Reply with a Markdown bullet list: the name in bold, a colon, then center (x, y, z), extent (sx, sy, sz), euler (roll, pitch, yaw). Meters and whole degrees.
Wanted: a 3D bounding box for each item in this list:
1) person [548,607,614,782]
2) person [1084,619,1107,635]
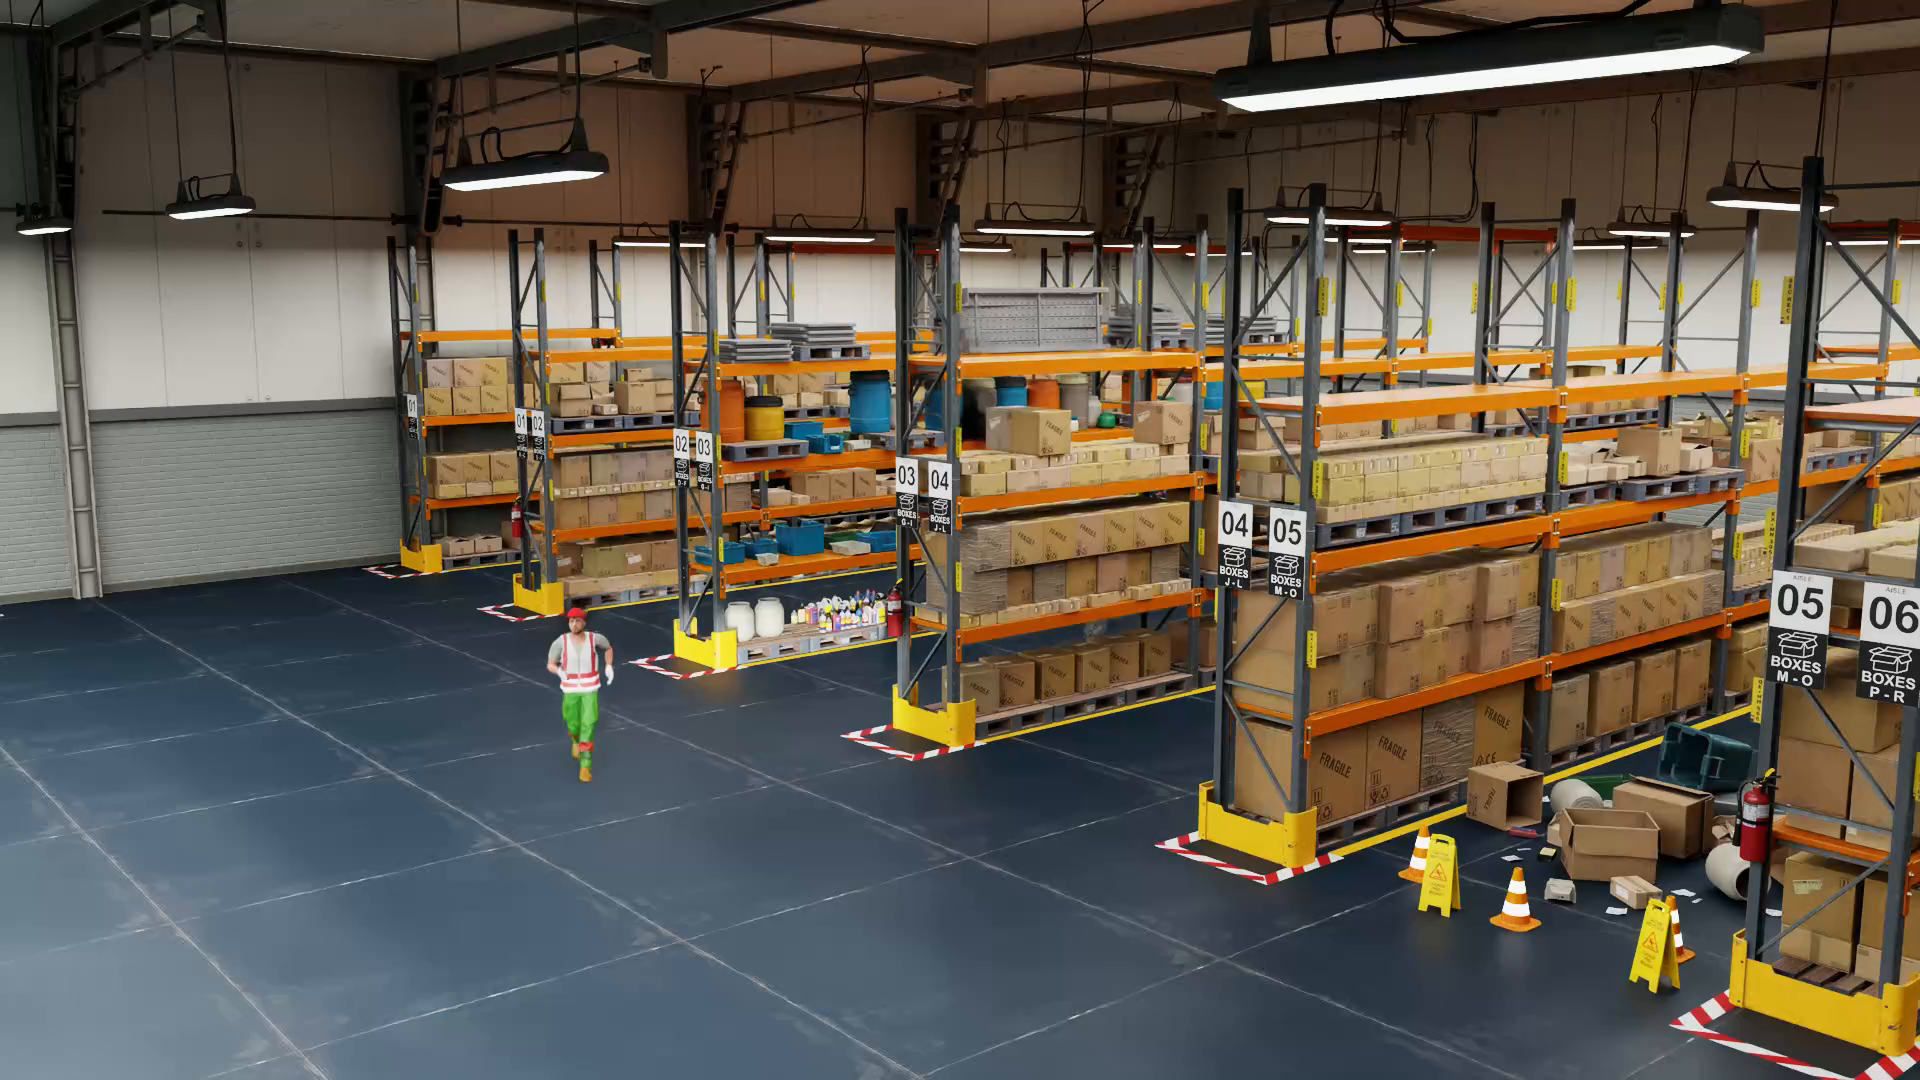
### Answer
- **person**: center (-3.996, 1.577, 17.534), extent (0.678, 1.738, 1.092), euler (-1, 9, -9)
- **person**: center (1.822, 0.503, 23.138), extent (0.593, 1.702, 0.620), euler (8, 12, 41)
